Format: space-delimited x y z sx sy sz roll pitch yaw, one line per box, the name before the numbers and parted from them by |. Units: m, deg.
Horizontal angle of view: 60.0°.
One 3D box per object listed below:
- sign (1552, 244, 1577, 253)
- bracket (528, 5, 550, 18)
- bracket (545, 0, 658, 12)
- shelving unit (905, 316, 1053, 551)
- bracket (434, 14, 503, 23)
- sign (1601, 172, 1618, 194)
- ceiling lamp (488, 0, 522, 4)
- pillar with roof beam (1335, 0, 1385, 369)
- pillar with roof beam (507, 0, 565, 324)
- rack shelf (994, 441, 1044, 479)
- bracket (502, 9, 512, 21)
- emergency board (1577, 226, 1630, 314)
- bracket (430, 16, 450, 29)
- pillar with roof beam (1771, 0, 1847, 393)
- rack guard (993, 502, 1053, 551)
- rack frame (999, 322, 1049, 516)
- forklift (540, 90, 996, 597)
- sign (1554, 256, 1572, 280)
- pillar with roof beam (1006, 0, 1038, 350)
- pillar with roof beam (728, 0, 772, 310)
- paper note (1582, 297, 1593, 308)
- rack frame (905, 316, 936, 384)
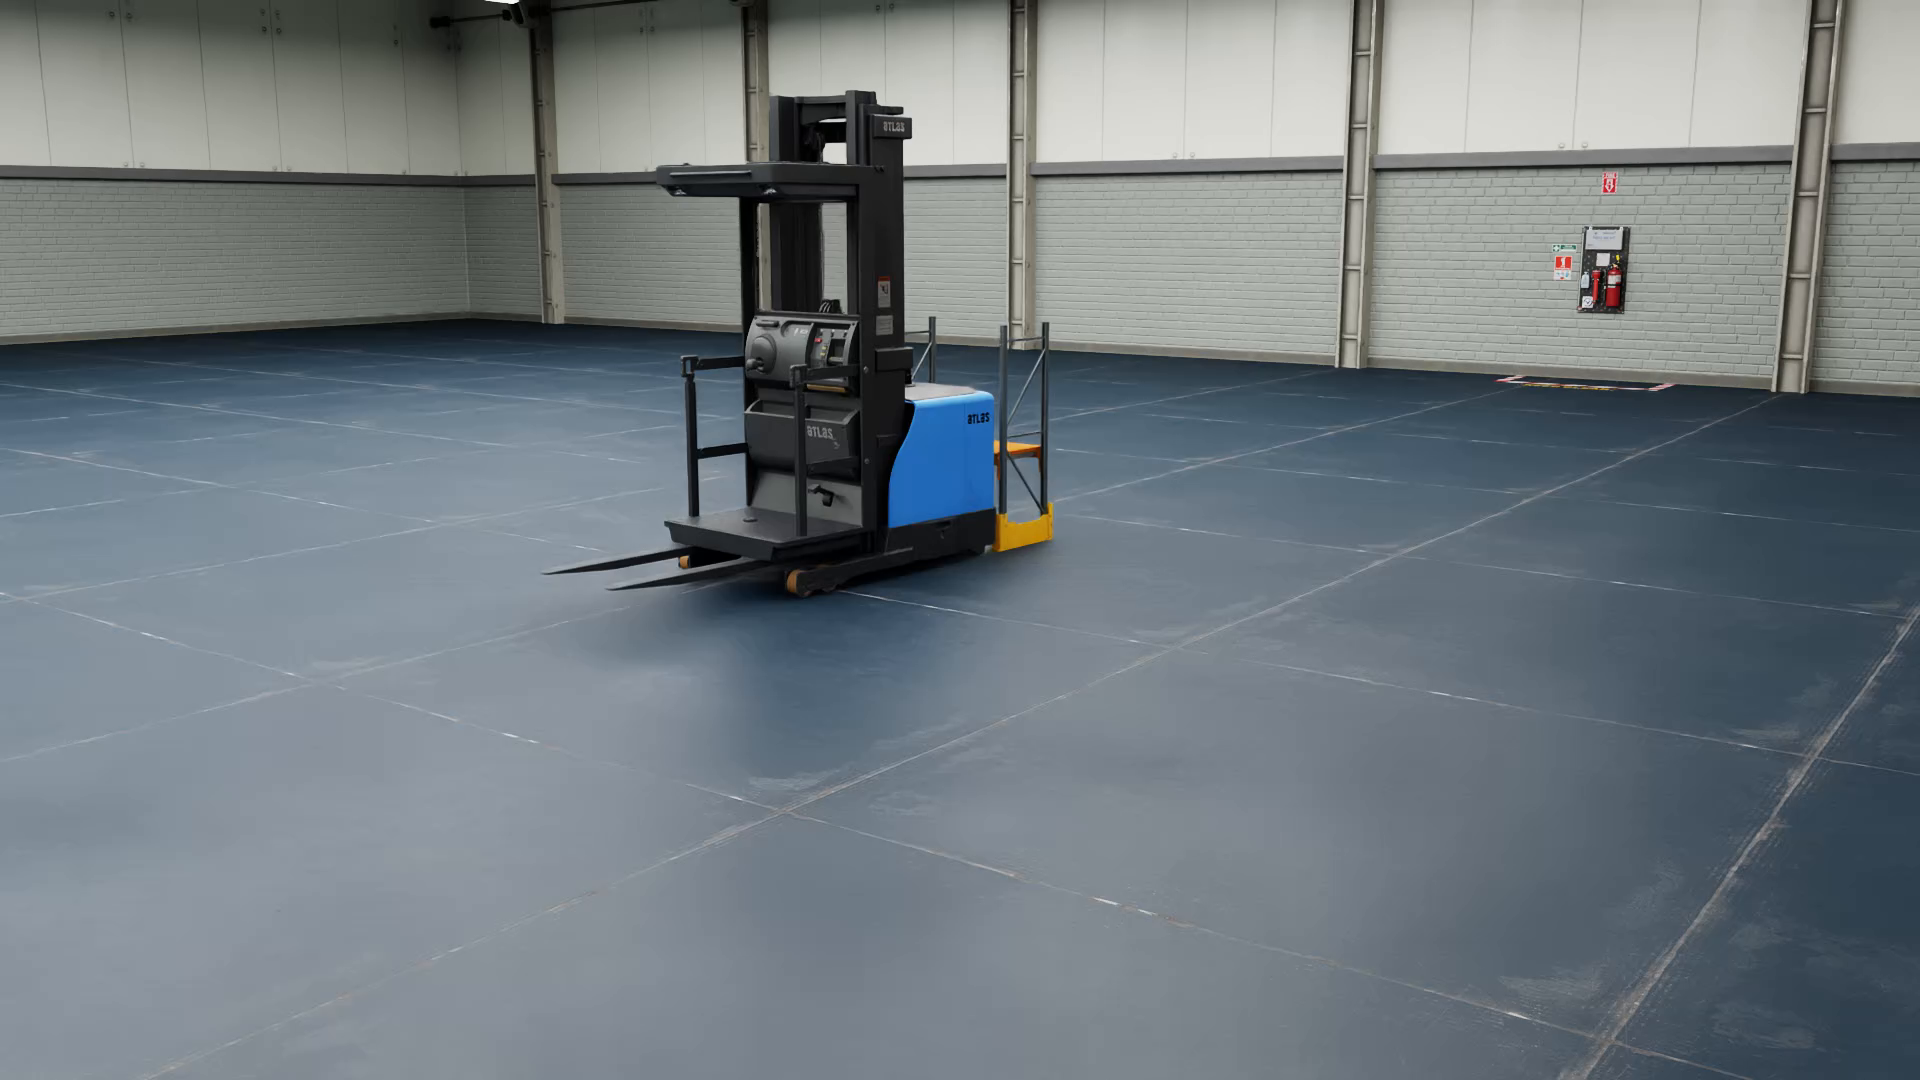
sign | 8.344 -4.026 22.954 0.331 0.109 0.001 8 13 36
bracket | -8.521 -10.698 33.661 0.430 0.232 0.235 8 13 36
bracket | -6.444 -10.409 32.164 4.783 0.066 0.076 8 13 36
shelving unit | 0.050 -0.768 11.552 1.083 1.500 0.587 9 14 39
bracket | -10.624 -10.992 35.178 3.189 0.066 0.076 8 13 36
sign | 8.782 -4.826 22.477 0.199 0.298 0.001 8 13 36
ceiling lamp | -8.467 -10.704 27.800 0.800 3.185 2.000 8 13 36
pillar with roof beam | 3.315 -6.349 20.658 0.400 9.000 9.100 8 13 36
pillar with roof beam | -11.193 -8.373 31.118 0.548 9.000 9.100 8 13 36
rack shelf | 0.044 -0.593 11.592 1.000 0.185 0.538 9 14 39
bracket | -9.190 -10.792 34.144 0.430 0.232 0.235 8 13 36
emergency board | 8.730 -3.672 22.614 0.643 1.169 0.194 8 13 36
bracket | -11.100 -11.058 35.521 0.430 0.232 0.235 8 13 36
pillar with roof beam | 8.151 -5.675 17.171 0.400 9.000 9.100 8 13 36
rack guard | 0.432 -0.094 11.357 0.087 0.250 0.587 9 14 39
rack frame | 0.433 -0.707 11.237 0.032 1.500 0.500 9 14 39
forklift | -1.119 -1.209 10.064 1.130 2.935 3.031 10 15 41
sign | 8.345 -3.768 23.014 0.234 0.329 0.001 8 13 36
pillar with roof beam | -1.521 -7.024 24.145 0.400 9.000 9.100 8 13 36
pillar with roof beam | -6.357 -7.699 27.632 0.548 9.000 9.100 8 13 36
paper note | 8.628 -3.270 22.855 0.142 0.148 0.016 8 13 36
rack frame | -0.346 -0.831 11.878 0.032 1.500 0.500 9 14 39
